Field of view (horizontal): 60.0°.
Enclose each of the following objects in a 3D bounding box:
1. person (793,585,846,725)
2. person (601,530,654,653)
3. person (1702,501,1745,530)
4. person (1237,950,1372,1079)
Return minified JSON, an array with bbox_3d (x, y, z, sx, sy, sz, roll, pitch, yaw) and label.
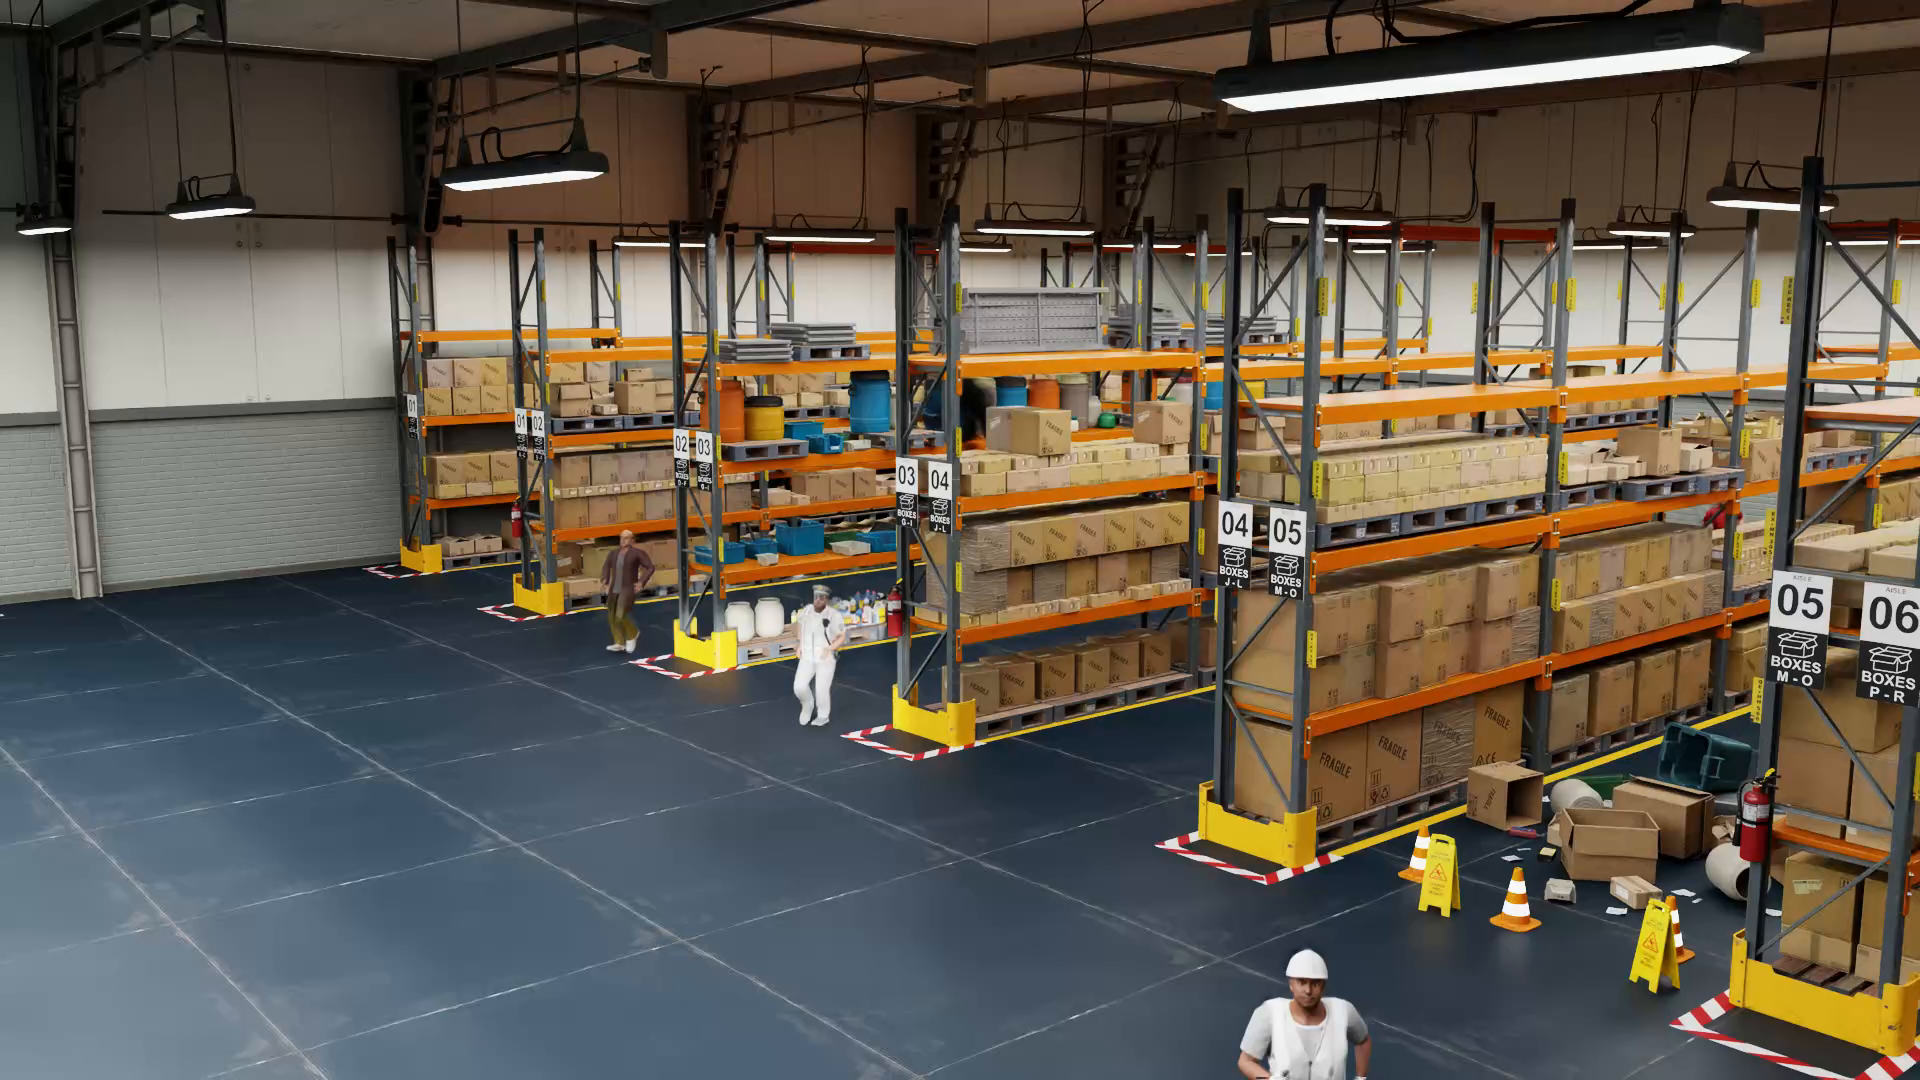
[{"bbox_3d":[-1.652,1.351,19.361,0.652,1.716,0.669,2,9,14],"label":"person"},{"bbox_3d":[-4.730,0.732,23.334,0.777,1.744,0.538,4,10,27],"label":"person"},{"bbox_3d":[13.071,0.000,28.461,0.715,1.658,0.767,1,9,7],"label":"person"},{"bbox_3d":[1.774,2.969,8.579,0.690,1.759,1.004,1,9,9],"label":"person"}]
